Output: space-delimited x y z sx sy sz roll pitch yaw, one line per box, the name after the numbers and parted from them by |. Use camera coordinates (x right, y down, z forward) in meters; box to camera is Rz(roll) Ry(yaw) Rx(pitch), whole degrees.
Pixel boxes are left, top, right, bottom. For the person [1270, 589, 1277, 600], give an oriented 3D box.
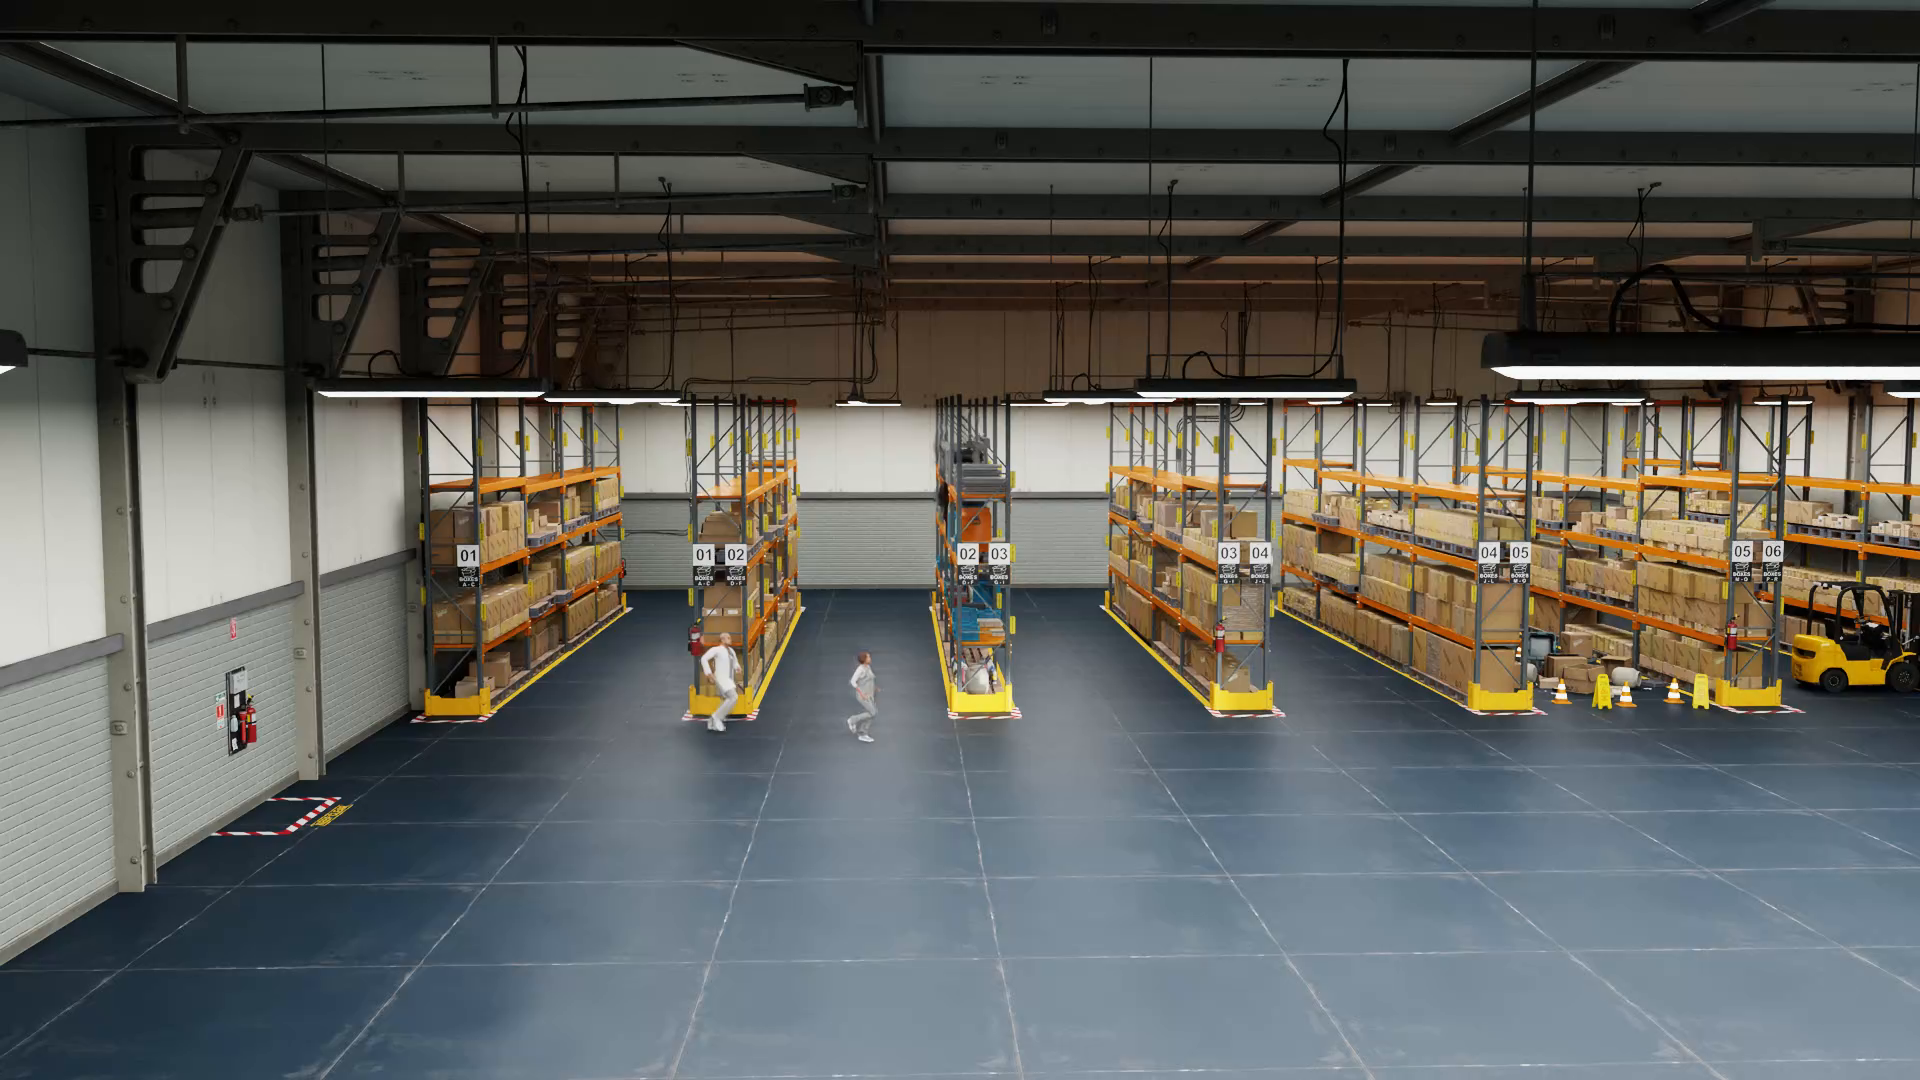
8.864 1.036 48.524 0.940 1.756 0.698 -2 5 -20 | person

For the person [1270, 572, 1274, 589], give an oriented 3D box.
8.083 1.333 44.536 0.666 1.750 0.930 0 4 -2 | person

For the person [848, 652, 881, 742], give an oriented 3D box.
-1.649 2.709 28.677 0.548 1.537 0.544 2 5 19 | person

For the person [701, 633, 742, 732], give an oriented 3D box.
-4.187 2.519 29.635 0.635 1.717 0.711 2 5 20 | person
